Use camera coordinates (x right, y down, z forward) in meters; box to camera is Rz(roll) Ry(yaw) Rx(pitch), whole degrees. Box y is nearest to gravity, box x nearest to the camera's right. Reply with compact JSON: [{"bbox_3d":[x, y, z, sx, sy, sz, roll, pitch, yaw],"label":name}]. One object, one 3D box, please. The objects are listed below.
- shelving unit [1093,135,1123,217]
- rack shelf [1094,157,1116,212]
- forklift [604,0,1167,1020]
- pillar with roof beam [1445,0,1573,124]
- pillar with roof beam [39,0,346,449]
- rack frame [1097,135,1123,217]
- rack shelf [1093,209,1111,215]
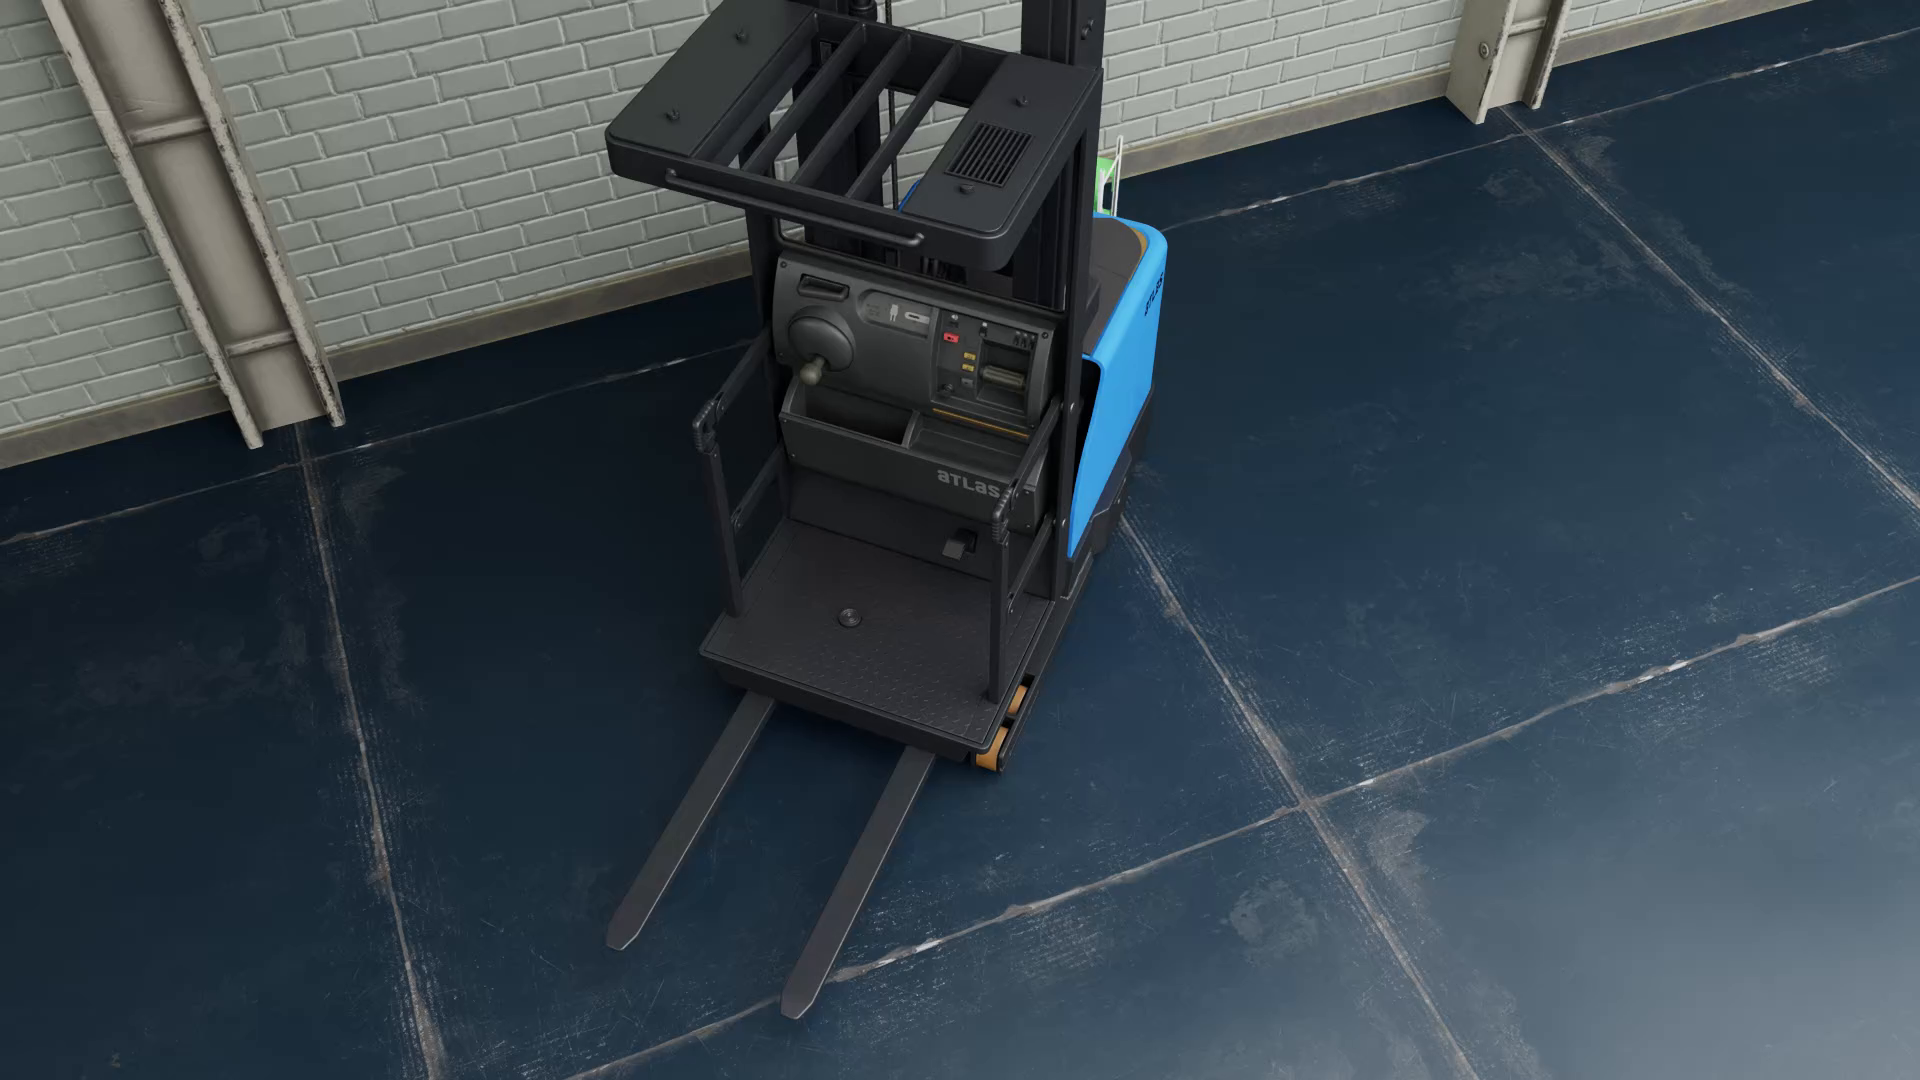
[{"bbox_3d":[0.343,-1.131,6.772,0.503,1.200,0.258,17,51,14],"label":"shelving unit"},{"bbox_3d":[0.343,-1.403,6.456,0.480,0.148,0.258,17,51,14],"label":"rack shelf"},{"bbox_3d":[-0.237,-0.512,5.098,1.130,2.935,3.031,17,51,14],"label":"forklift"},{"bbox_3d":[4.352,-2.170,2.523,0.400,9.000,9.100,-17,52,-14],"label":"pillar with roof beam"},{"bbox_3d":[-1.202,-0.449,1.045,0.400,9.000,9.100,-17,52,-14],"label":"pillar with roof beam"},{"bbox_3d":[0.570,-1.064,6.713,0.015,1.200,0.240,17,51,14],"label":"rack frame"},{"bbox_3d":[0.343,-1.246,6.638,0.480,0.148,0.258,17,51,14],"label":"rack shelf"}]
